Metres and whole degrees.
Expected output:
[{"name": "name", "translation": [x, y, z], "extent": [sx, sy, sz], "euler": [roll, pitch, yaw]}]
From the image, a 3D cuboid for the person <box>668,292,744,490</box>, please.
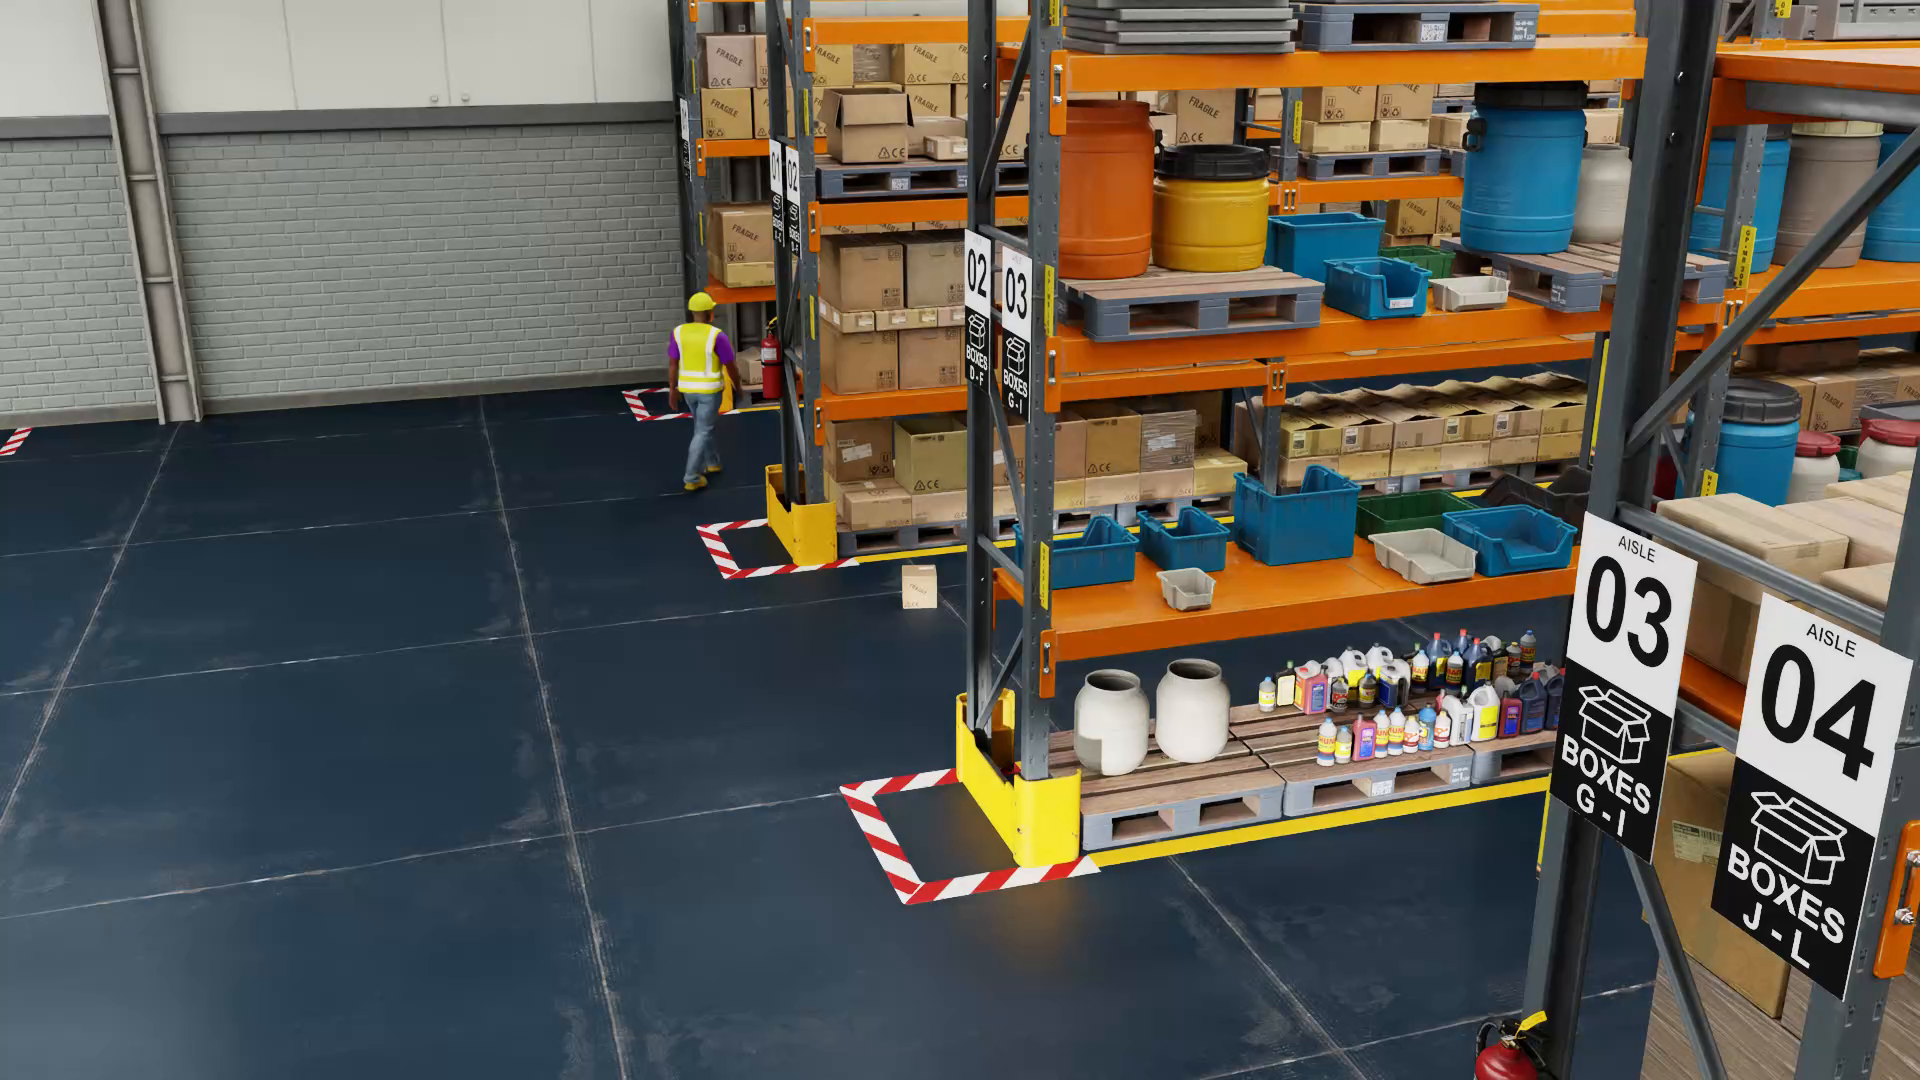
[{"name": "person", "translation": [-2.254, -1.357, 14.930], "extent": [0.595, 1.753, 0.893], "euler": [8, 20, 21]}]
